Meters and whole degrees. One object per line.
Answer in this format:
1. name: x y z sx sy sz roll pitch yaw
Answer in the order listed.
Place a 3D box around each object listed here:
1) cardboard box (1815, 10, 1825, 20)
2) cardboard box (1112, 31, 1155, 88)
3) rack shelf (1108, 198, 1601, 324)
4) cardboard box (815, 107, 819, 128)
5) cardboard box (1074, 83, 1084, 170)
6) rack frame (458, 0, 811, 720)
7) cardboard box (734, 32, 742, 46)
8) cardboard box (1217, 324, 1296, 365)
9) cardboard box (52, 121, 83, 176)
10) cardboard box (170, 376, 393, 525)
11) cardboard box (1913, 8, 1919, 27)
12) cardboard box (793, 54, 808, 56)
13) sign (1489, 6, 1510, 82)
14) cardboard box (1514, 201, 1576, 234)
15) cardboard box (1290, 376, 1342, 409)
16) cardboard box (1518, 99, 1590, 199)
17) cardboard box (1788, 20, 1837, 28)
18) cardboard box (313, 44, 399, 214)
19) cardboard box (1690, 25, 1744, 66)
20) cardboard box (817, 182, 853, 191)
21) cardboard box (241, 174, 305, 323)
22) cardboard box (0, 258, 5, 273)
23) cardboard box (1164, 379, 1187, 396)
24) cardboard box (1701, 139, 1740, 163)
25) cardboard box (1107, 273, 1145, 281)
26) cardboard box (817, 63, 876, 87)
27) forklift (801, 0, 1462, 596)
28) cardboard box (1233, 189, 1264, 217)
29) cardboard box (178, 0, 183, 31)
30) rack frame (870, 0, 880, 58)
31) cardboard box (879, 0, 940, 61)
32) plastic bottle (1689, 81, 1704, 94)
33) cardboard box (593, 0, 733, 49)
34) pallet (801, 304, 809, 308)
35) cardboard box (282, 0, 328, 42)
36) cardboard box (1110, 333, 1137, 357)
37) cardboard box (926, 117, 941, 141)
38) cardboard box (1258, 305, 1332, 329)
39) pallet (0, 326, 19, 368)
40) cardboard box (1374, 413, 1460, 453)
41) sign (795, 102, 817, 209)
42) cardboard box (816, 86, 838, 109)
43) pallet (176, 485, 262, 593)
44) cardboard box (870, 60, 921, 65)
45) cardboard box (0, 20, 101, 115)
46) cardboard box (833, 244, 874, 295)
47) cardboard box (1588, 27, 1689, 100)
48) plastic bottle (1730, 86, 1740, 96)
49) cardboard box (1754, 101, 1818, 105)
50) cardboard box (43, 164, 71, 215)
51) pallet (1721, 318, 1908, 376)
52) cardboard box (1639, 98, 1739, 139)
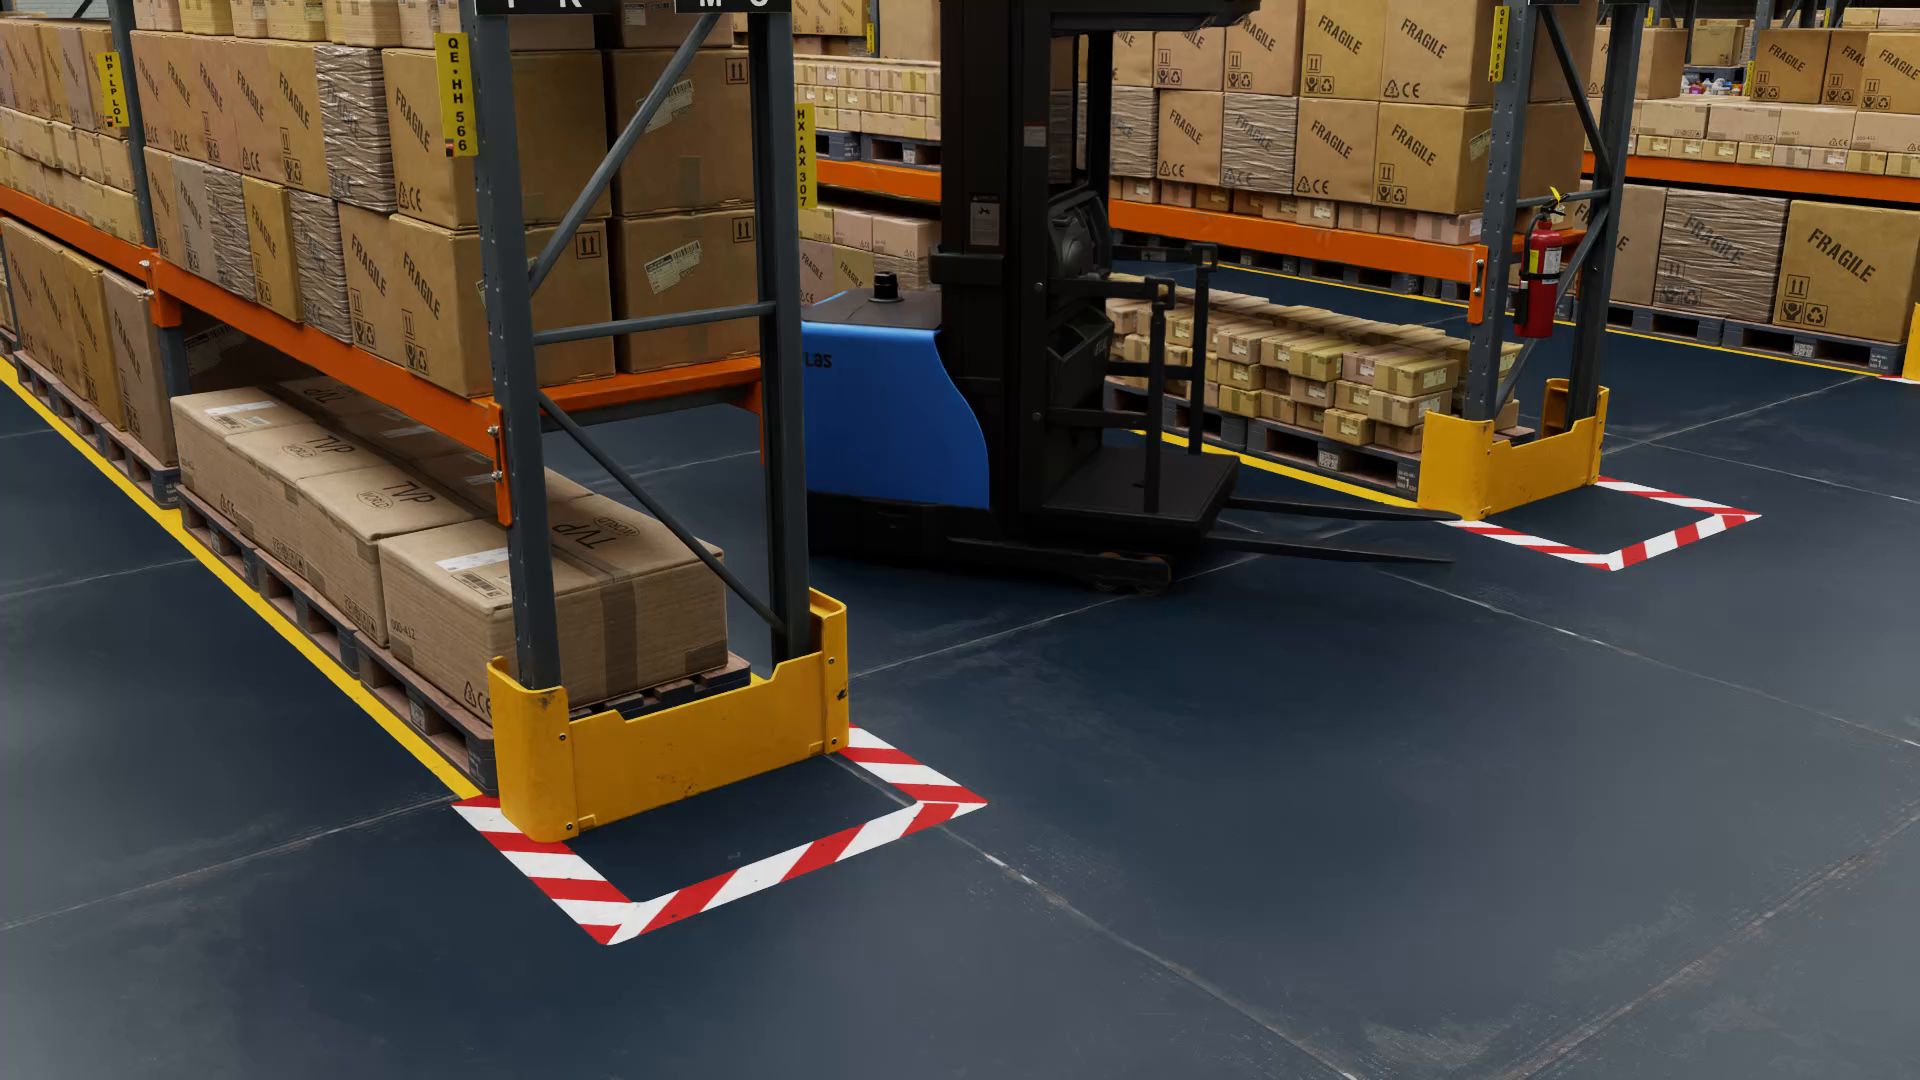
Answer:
1. cardboard box: 13.277 -8.102 25.667 0.250 0.149 0.380 17 25 41
2. cardboard box: 1.110 -2.879 9.562 0.500 0.500 0.500 -14 23 -35
3. rack shelf: 1.641 -1.795 9.656 1.077 0.370 4.000 -14 23 -36
4. cardboard box: -0.980 -3.155 12.350 0.380 0.149 0.250 -15 23 -38
5. cardboard box: 0.822 -2.526 10.088 0.500 0.500 0.500 -14 23 -36
6. rack frame: -0.935 -0.653 5.062 1.000 3.000 0.127 -14 23 -36
7. cardboard box: -2.781 -6.577 22.322 0.875 0.500 0.500 -14 23 -36
8. cardboard box: 1.662 -1.097 9.324 0.380 0.149 0.250 -13 22 -34
9. cardboard box: -4.526 -2.114 8.918 0.500 0.250 0.500 -13 23 -35
10. cardboard box: -3.113 -0.446 7.845 0.875 0.438 0.875 -14 23 -37
11. cardboard box: 14.242 -7.596 24.172 0.500 0.250 0.500 -14 23 -36
12. cardboard box: -1.421 -3.946 13.793 0.380 0.149 0.250 -15 24 -38
13. sign: 2.435 -2.240 7.511 0.100 0.325 0.005 -14 23 -36
14. cardboard box: 2.938 -1.668 8.529 0.380 0.149 0.250 -14 23 -37
15. cardboard box: 2.007 -0.833 9.000 0.380 0.149 0.250 -15 24 -38
16. cardboard box: 2.820 -1.997 8.489 0.500 0.500 0.500 -13 22 -34
17. cardboard box: 13.215 -7.829 25.874 0.500 0.500 0.700 17 25 42
18. cardboard box: -1.769 -1.370 5.479 0.500 0.500 0.500 -14 23 -36
19. cardboard box: 10.113 -6.604 22.209 0.500 0.500 0.700 11 21 30
20. cardboard box: -1.132 -2.744 13.493 0.500 0.250 0.500 -14 23 -35
21. cardboard box: -2.400 -1.144 6.385 0.500 0.500 0.500 -13 22 -35
22. cardboard box: -6.710 -1.897 12.333 0.950 0.372 0.625 -15 23 -37
23. cardboard box: 1.433 -0.961 9.861 0.380 0.149 0.250 -13 22 -35
24. cardboard box: 5.557 -2.806 11.965 0.380 0.149 0.250 -14 23 -36
25. cardboard box: 1.014 -1.666 11.042 0.380 0.149 0.250 -14 23 -35
26. cardboard box: -0.812 -3.374 12.065 0.380 0.149 0.250 -15 24 -39
27. forklift: 0.716 -1.340 7.246 3.031 2.935 1.130 6 19 17
28. cardboard box: 1.728 -1.884 9.181 0.380 0.149 0.250 -15 24 -38
29. cardboard box: -3.063 -2.225 7.029 0.380 0.149 0.250 -14 23 -37
30. rack frame: -0.617 -5.544 19.833 1.000 3.000 0.127 -14 23 -36
31. cardboard box: -0.234 -5.805 18.999 1.000 1.000 1.000 -14 23 -36
32. plastic bottle: 7.555 -4.566 17.065 0.061 0.283 0.133 -14 23 -36
33. cardboard box: -0.939 -1.624 5.214 0.380 0.149 0.250 -13 23 -35
34. pallet: -0.847 -1.798 12.957 1.003 0.211 1.213 -14 23 -36
35. cardboard box: -2.150 -1.836 5.853 0.380 0.149 0.250 -13 23 -35
36. cardboard box: 1.098 -1.228 10.192 0.380 0.149 0.250 -13 22 -34
37. cardboard box: -0.003 -2.769 11.184 0.380 0.149 0.250 -15 23 -37
38. cardboard box: 1.991 -1.288 9.901 0.380 0.149 0.250 -14 23 -35
39. pallet: -6.386 -1.493 12.036 1.003 0.211 1.213 -14 23 -36
40. cardboard box: 2.392 -0.579 8.706 0.380 0.149 0.250 -14 23 -35
41. sign: -0.496 -1.208 5.236 0.100 0.325 0.005 -14 23 -36
42. cardboard box: -0.824 -3.234 12.117 0.380 0.149 0.250 -14 23 -36
43. pallet: -3.008 -0.112 7.865 1.003 0.211 1.213 -14 23 -36
44. cardboard box: -0.459 -3.563 12.636 0.380 0.149 0.250 -13 22 -34
45. cardboard box: -5.163 -2.726 9.574 0.500 0.500 0.500 -13 22 -35
46. cardboard box: -0.576 -1.902 12.143 0.500 0.500 0.500 -15 23 -37
47. cardboard box: 5.073 -3.580 12.476 0.500 0.500 0.500 -15 23 -38
48. plastic bottle: 8.170 -4.676 17.529 0.097 0.201 0.097 0 18 0
49. cardboard box: 6.110 -3.079 12.155 0.500 0.250 0.500 -15 23 -38
50. cardboard box: -4.833 -2.009 9.396 0.500 0.250 0.500 -14 23 -36
51. pallet: 6.275 -1.445 11.890 1.003 0.211 1.213 -14 23 -36
52. cardboard box: 5.367 -3.103 12.226 0.500 0.250 0.500 -14 23 -36
